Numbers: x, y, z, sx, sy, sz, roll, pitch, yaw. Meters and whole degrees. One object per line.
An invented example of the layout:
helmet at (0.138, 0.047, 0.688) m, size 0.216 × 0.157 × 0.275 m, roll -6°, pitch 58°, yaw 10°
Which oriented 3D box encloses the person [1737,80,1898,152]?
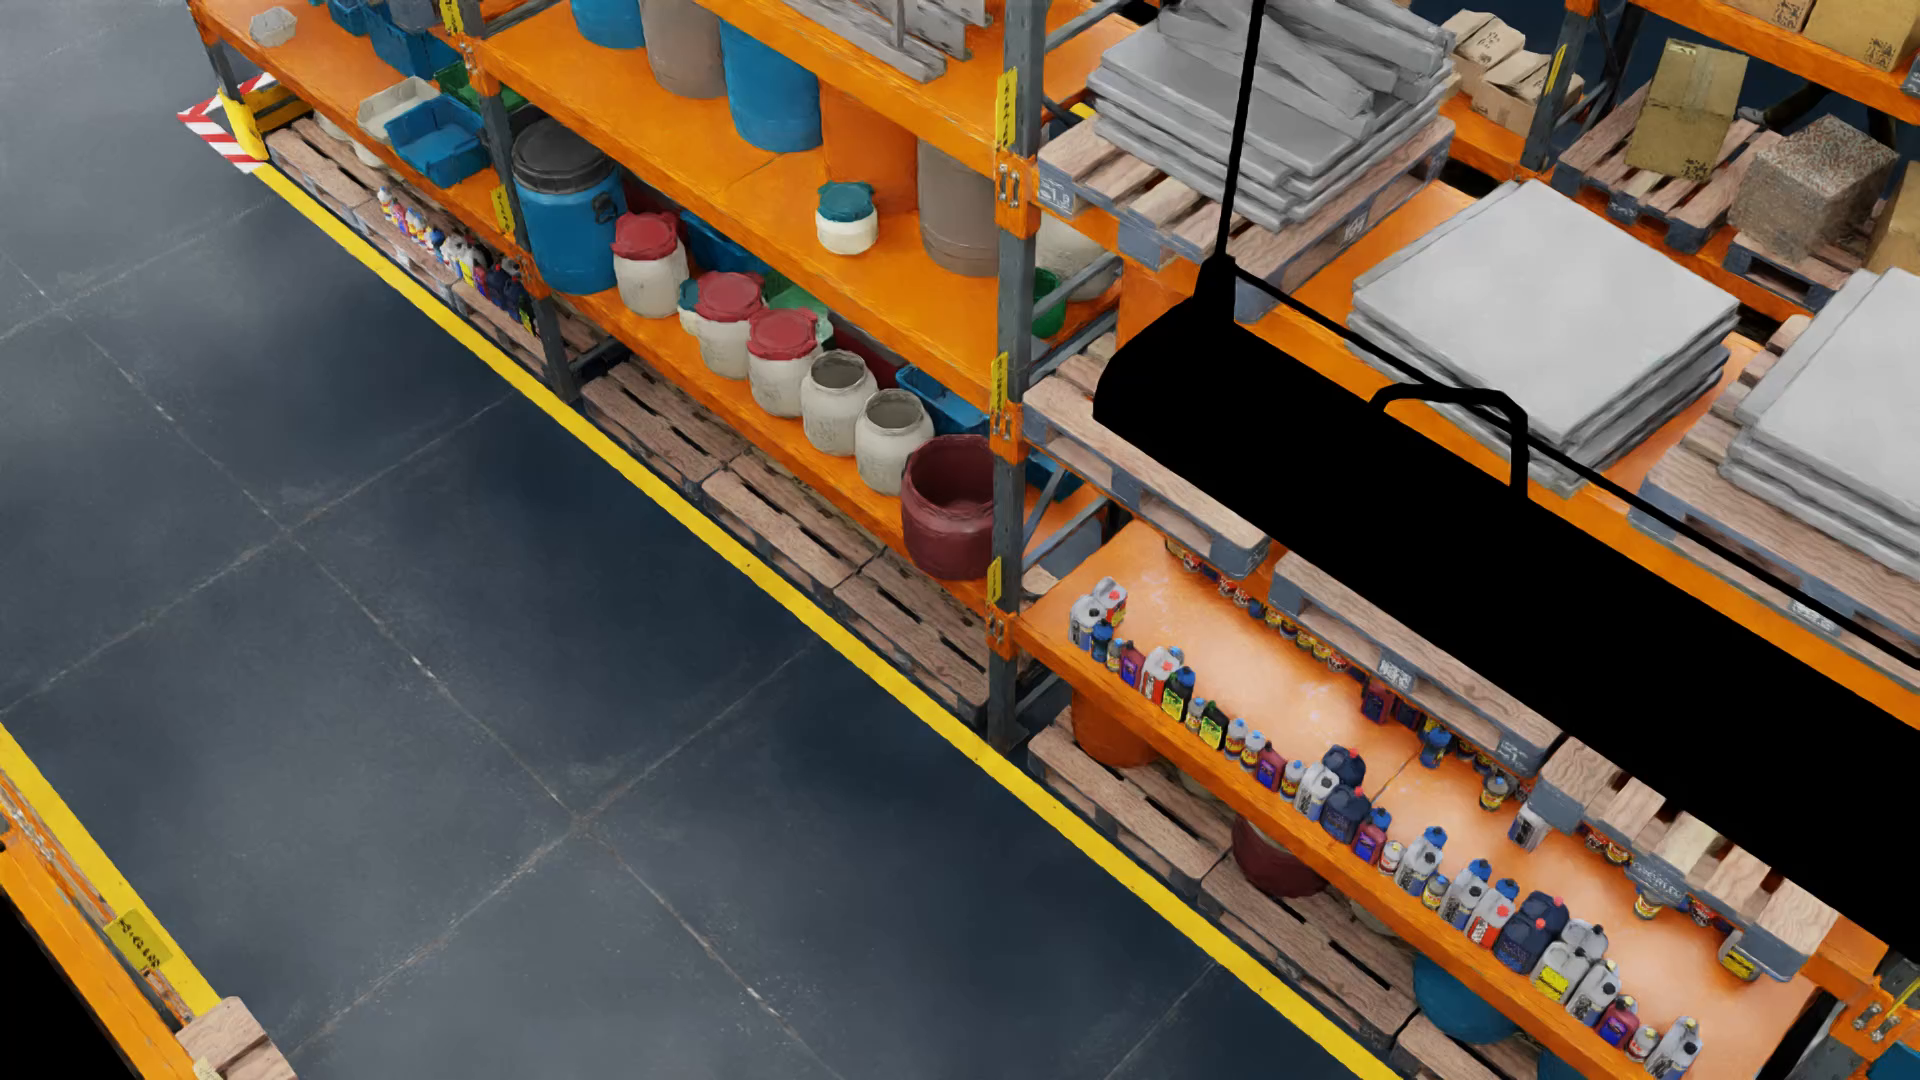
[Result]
person at (6.672, -3.661, 12.321) m, size 1.181 × 1.696 × 0.595 m, roll 35°, pitch 58°, yaw 26°
